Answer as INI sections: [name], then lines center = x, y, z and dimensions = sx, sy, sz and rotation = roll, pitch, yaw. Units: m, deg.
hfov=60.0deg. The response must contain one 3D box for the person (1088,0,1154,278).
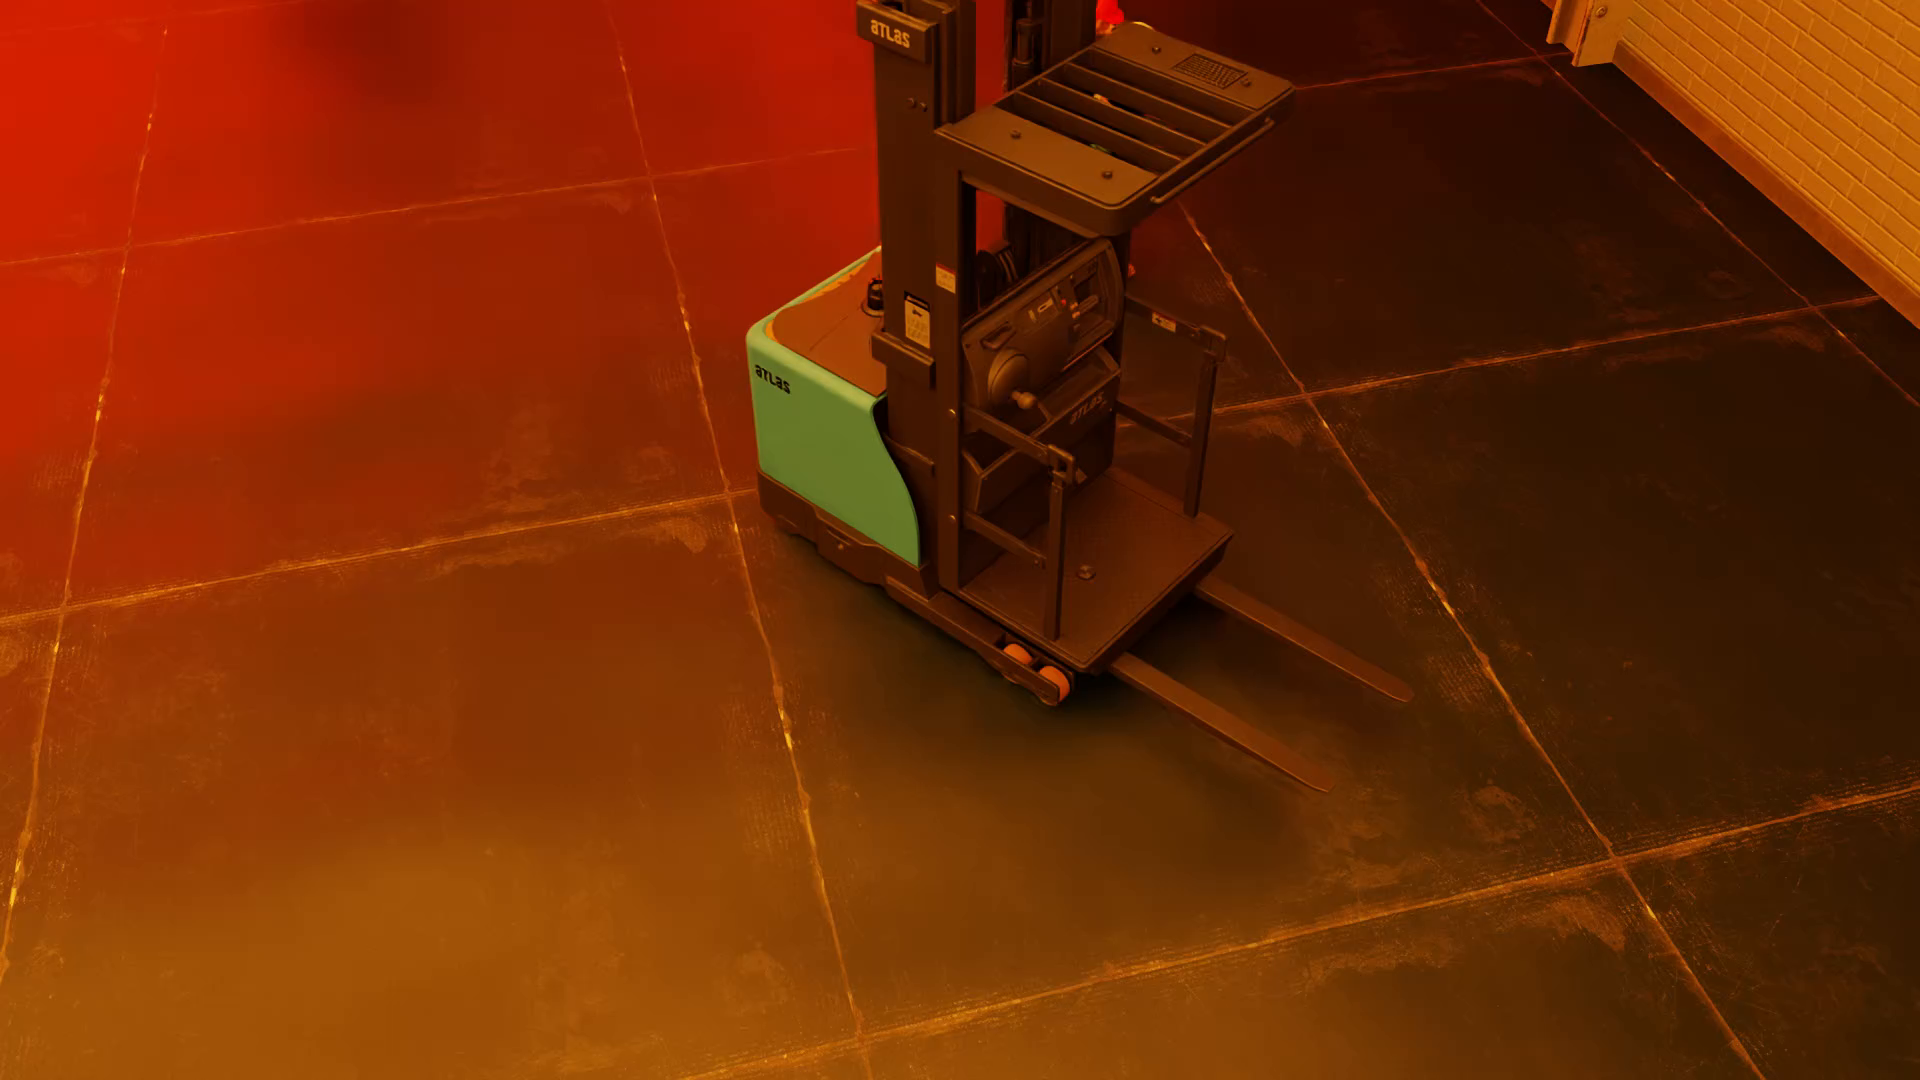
[person]
center = 0.801, -2.349, 9.135
dimensions = 0.787, 1.557, 1.010
rotation = 3, 43, 3

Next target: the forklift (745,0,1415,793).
[forklift]
center = 0.497, -0.780, 6.471
dimensions = 3.031, 2.935, 1.130
rotation = 31, 51, 28
